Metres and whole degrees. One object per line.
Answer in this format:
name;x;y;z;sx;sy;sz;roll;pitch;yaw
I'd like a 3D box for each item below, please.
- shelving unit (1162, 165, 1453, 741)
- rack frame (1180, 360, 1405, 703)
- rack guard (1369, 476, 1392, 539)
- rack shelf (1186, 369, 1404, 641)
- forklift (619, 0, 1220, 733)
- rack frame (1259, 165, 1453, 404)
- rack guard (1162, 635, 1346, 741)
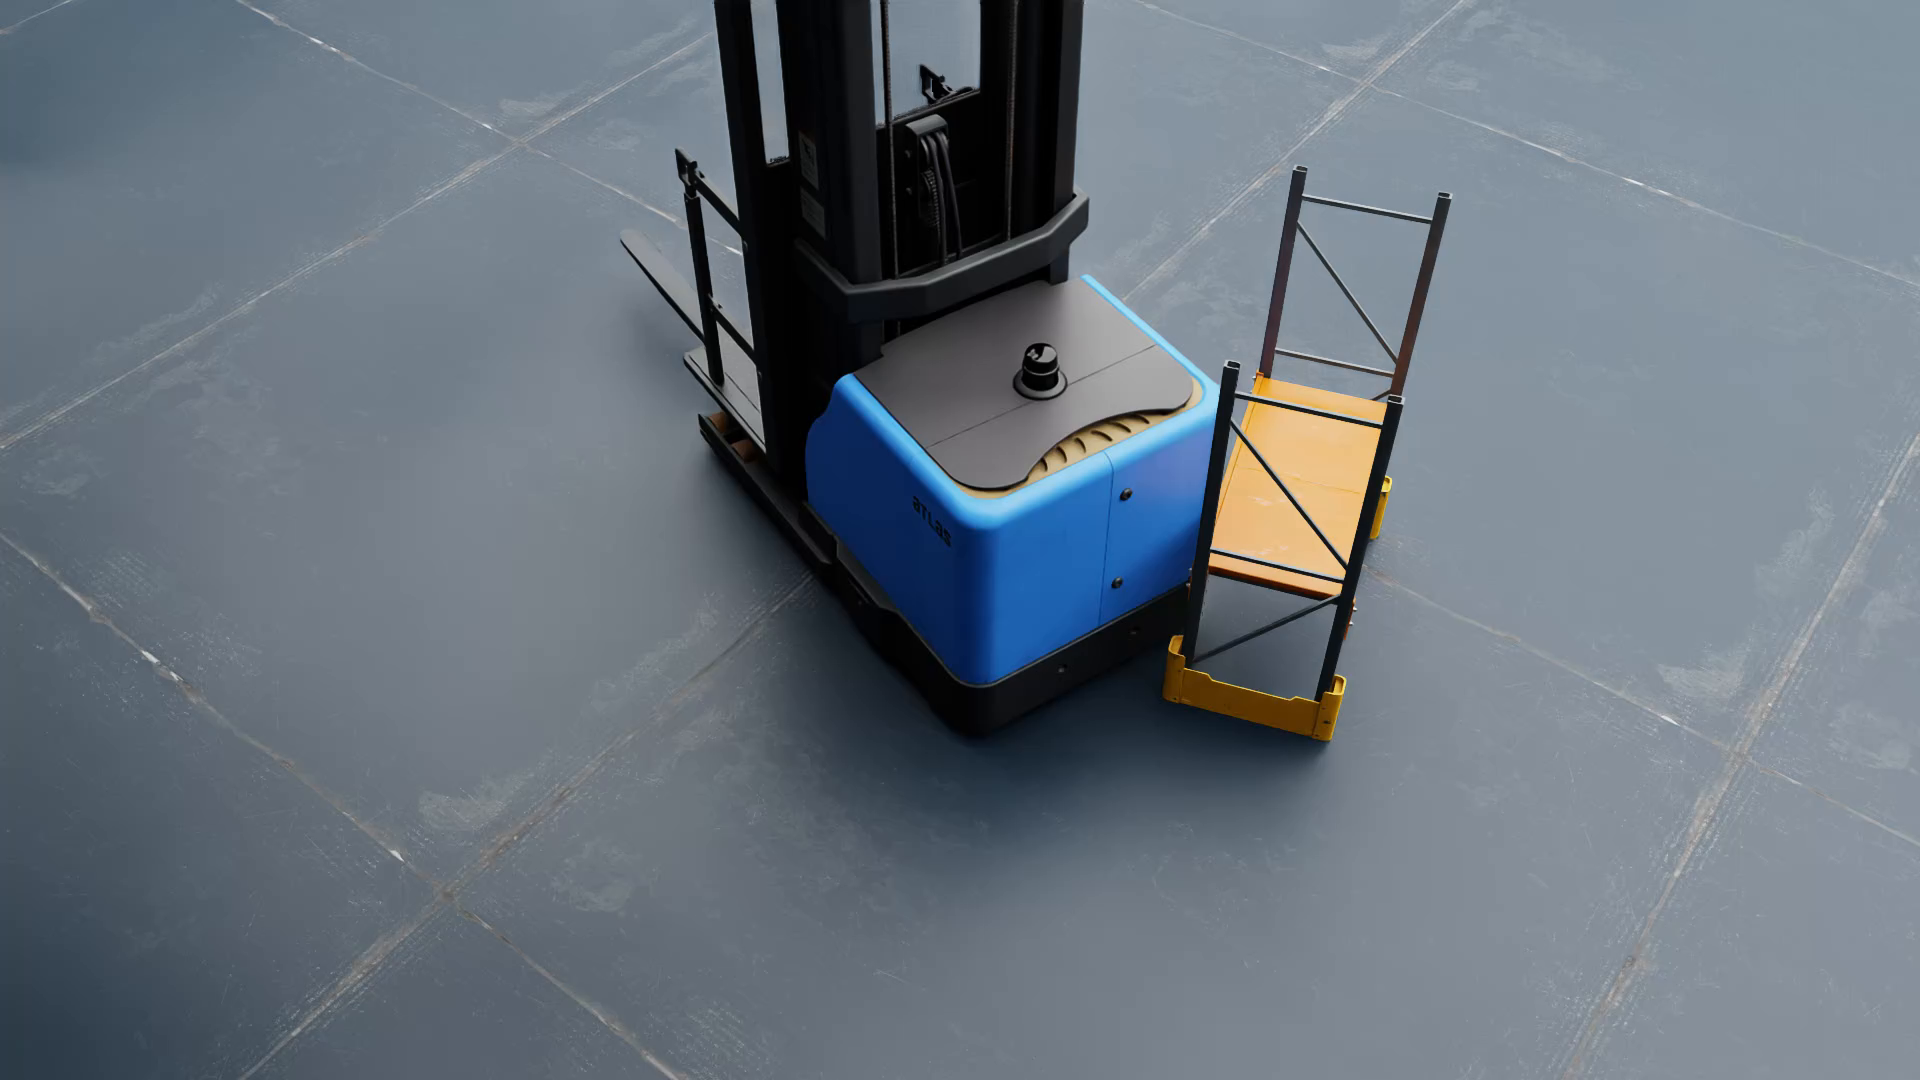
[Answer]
shelving unit;1.143;-0.274;5.474;0.587;1.500;1.083;14;48;13
rack frame;0.977;0.081;5.136;0.500;1.500;0.032;14;48;13
rack guard;1.303;-0.183;6.252;0.587;0.250;0.087;14;48;13
rack shelf;1.140;-0.143;5.598;0.538;0.185;1.000;14;48;13
forklift;-0.366;-1.413;5.573;1.130;2.935;3.031;-26;51;-22
rack frame;1.304;-0.615;5.801;0.500;1.500;0.032;14;48;13
rack guard;0.983;0.499;5.600;0.587;0.250;0.087;14;48;13
